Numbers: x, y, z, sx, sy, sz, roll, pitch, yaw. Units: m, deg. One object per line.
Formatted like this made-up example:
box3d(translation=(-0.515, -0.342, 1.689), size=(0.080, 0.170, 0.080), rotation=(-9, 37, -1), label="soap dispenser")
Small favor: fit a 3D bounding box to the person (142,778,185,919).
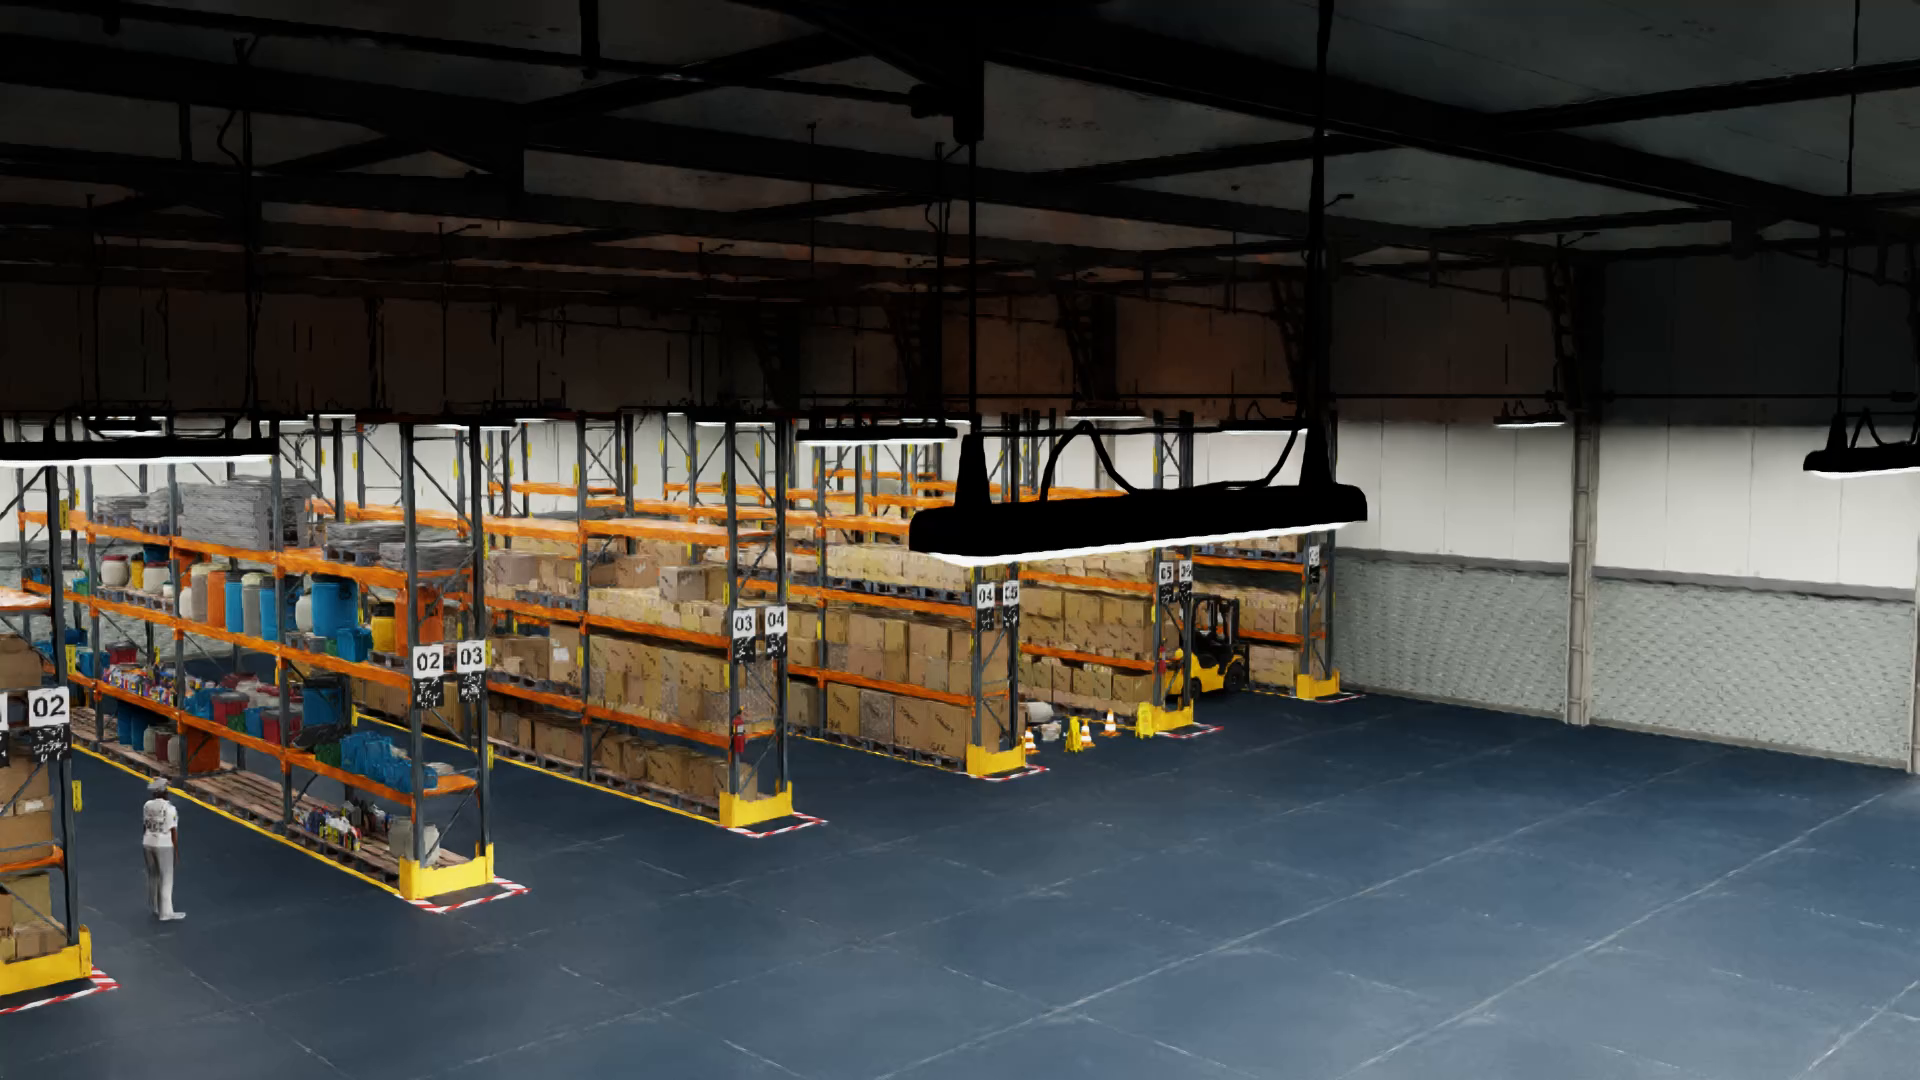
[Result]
box3d(translation=(-9.654, 3.730, 20.165), size=(0.551, 1.683, 0.440), rotation=(2, 5, 18), label="person")
